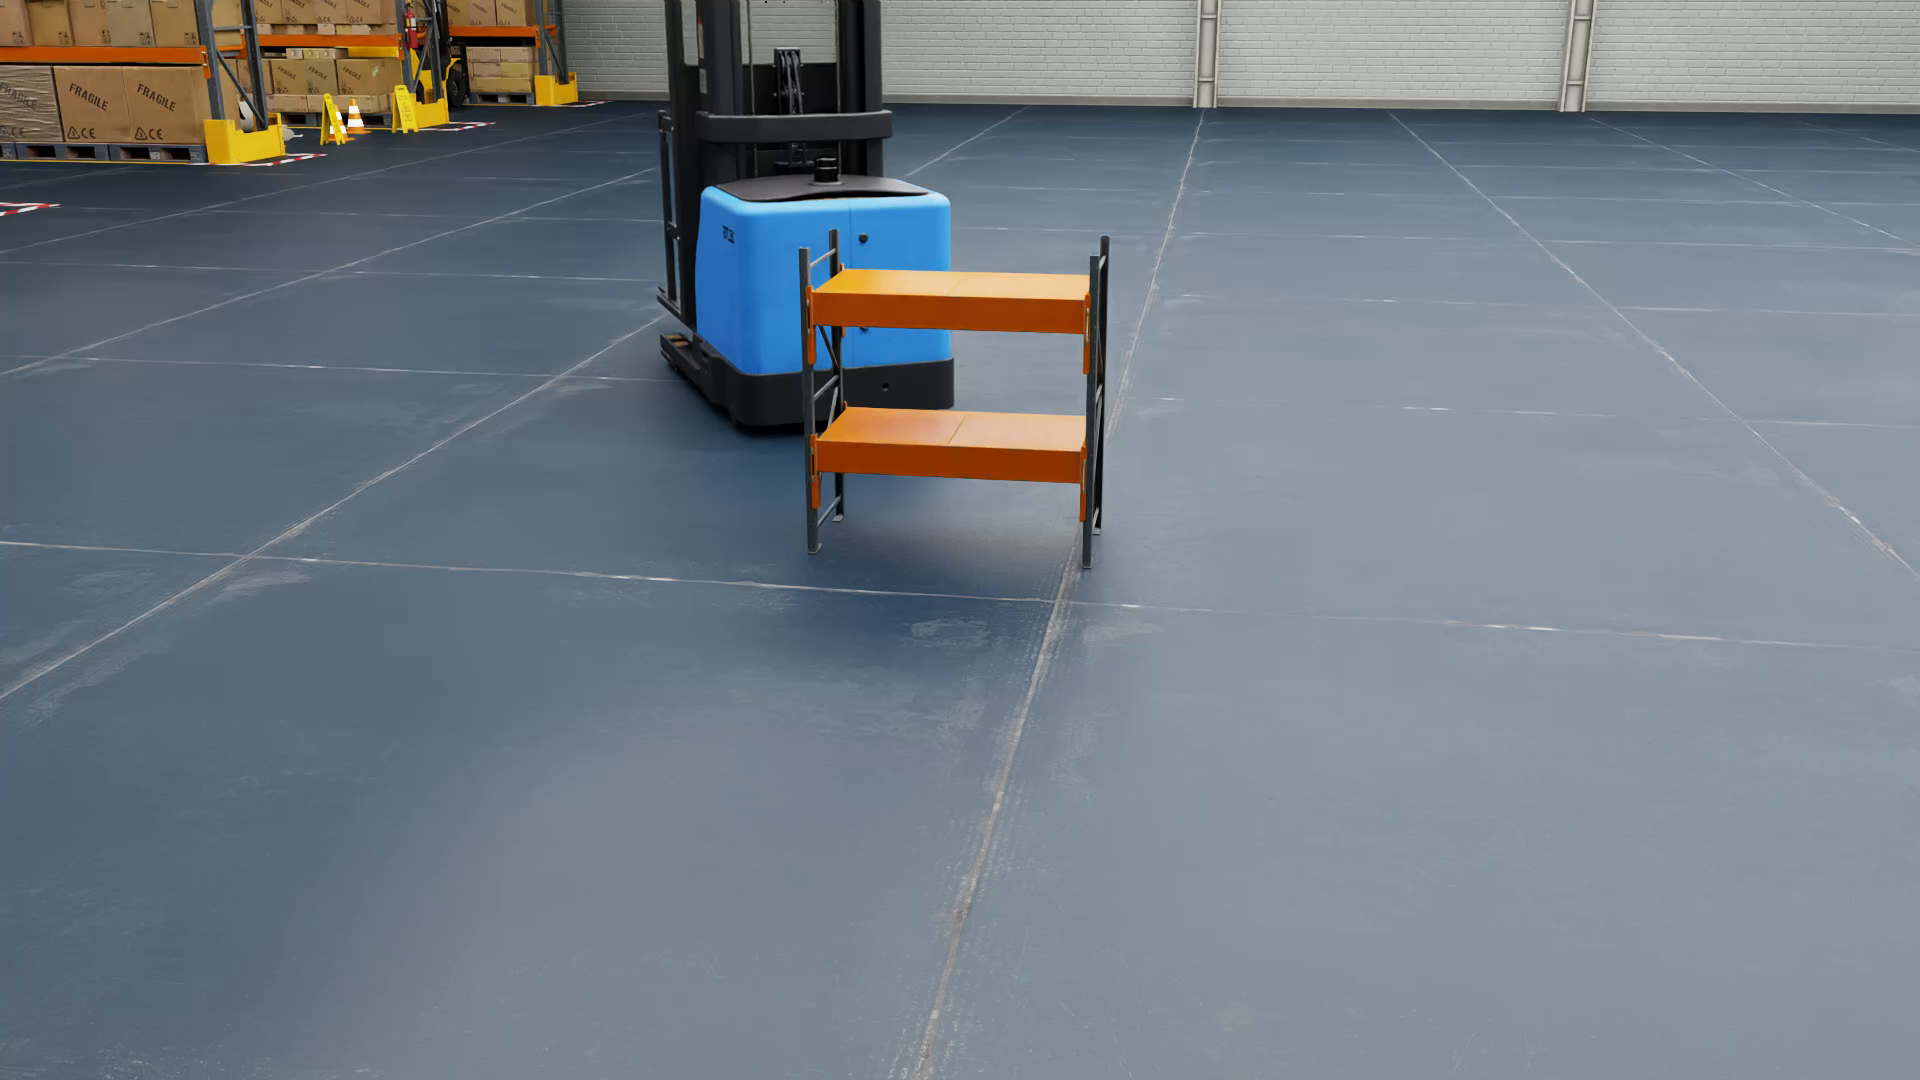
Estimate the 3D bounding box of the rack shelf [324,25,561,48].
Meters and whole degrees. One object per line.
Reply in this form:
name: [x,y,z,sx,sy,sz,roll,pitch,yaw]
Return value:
rack shelf: [-9.089,-8.875,29.235,4.000,0.370,1.077,3,19,9]

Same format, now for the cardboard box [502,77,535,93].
cardboard box: [-7.628,-7.936,28.965,0.500,0.250,0.500,3,19,9]

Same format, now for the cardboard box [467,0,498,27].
cardboard box: [-8.152,-9.135,28.719,0.500,0.500,0.500,4,19,10]

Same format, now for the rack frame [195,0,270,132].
rack frame: [-8.583,-6.005,19.522,0.127,3.000,1.000,3,19,9]

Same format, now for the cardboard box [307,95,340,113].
cardboard box: [-9.249,-6.441,24.497,0.500,0.250,0.500,3,19,9]

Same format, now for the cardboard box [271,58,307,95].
cardboard box: [-9.743,-6.823,24.457,0.500,0.500,0.500,2,19,7]

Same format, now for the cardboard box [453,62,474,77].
cardboard box: [-8.651,-8.223,29.035,0.500,0.250,0.500,2,19,7]

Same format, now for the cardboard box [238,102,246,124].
cardboard box: [-10.034,-5.672,22.462,0.637,0.503,0.797,-11,21,-29]

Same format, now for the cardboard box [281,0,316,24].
cardboard box: [-9.464,-7.743,24.091,0.500,0.500,0.500,3,19,8]

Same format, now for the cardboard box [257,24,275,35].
cardboard box: [-10.072,-7.455,24.253,0.250,0.149,0.380,3,19,8]

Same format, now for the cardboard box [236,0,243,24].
cardboard box: [-10.464,-7.794,24.242,0.500,0.500,0.500,3,19,8]

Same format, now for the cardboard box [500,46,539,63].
cardboard box: [-7.618,-8.411,28.809,0.500,0.250,0.500,4,19,10]

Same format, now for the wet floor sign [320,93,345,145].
wet floor sign: [-8.240,-5.507,21.745,0.232,0.644,0.267,0,19,-1]

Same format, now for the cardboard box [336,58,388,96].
cardboard box: [-8.730,-6.770,24.299,0.500,0.500,0.500,3,19,9]

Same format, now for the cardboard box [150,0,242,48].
cardboard box: [-8.957,-6.080,19.512,0.550,0.550,0.875,3,19,9]

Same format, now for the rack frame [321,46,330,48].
rack frame: [-11.063,-9.317,29.422,0.127,3.000,1.000,3,19,9]

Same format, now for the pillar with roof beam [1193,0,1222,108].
pillar with roof beam: [3.507,-10.326,22.981,0.400,9.000,9.100,3,19,9]

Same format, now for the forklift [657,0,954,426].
forklift: [-1.019,-2.343,8.687,1.130,2.935,3.031,-7,20,-19]

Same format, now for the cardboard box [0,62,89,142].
cardboard box: [-11.032,-5.300,20.102,0.875,0.875,0.875,3,19,9]

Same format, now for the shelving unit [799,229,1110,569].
shelving unit: [-0.007,-0.534,6.126,1.048,1.125,0.538,3,19,9]

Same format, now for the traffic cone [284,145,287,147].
traffic cone: [-8.882,-5.273,21.334,0.334,0.463,0.336,3,19,9]

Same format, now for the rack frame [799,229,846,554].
rack frame: [-0.509,-0.559,6.202,0.032,1.125,0.500,3,19,9]

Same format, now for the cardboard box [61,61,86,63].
cardboard box: [-15.957,-8.515,30.301,0.500,0.500,0.500,3,19,8]

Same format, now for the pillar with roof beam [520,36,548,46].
pillar with roof beam: [-8.341,-10.930,24.786,0.400,9.000,9.100,3,19,9]

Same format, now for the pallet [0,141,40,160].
pallet: [-11.794,-4.821,20.379,1.213,0.211,1.003,3,19,9]

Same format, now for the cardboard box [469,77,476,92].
cardboard box: [-8.610,-7.992,29.132,0.500,0.250,0.500,3,19,9]

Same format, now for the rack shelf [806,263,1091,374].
rack shelf: [-0.007,-0.811,6.033,1.000,0.278,0.538,3,19,9]

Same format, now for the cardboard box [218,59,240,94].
cardboard box: [-10.777,-6.875,24.613,0.500,0.500,0.500,4,19,11]

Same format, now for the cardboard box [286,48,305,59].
cardboard box: [-9.611,-7.103,24.271,0.250,0.149,0.380,4,19,11]

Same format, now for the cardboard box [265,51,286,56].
cardboard box: [-12.345,-8.454,29.924,0.625,0.625,0.875,3,19,8]

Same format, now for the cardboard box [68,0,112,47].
cardboard box: [-10.036,-6.169,19.776,0.550,0.550,0.875,3,19,9]

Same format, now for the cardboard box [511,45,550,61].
cardboard box: [-7.559,-8.569,29.281,0.500,0.250,0.500,3,19,8]

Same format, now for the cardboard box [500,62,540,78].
cardboard box: [-7.644,-8.175,28.891,0.500,0.250,0.500,3,19,8]

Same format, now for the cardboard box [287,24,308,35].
cardboard box: [-9.575,-7.436,24.195,0.250,0.149,0.380,3,19,8]

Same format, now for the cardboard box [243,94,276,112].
cardboard box: [-10.254,-6.494,24.655,0.500,0.250,0.500,3,19,8]

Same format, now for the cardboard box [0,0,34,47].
cardboard box: [-11.105,-6.178,19.803,0.550,0.550,0.875,3,19,9]

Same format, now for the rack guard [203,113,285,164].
rack guard: [-8.559,-4.818,19.915,0.348,0.500,1.175,3,19,9]

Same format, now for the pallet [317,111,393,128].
pallet: [-8.769,-6.294,24.781,1.213,0.211,1.003,3,19,9]

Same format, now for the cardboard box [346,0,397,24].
cardboard box: [-8.477,-7.690,23.933,0.500,0.500,0.500,3,19,8]

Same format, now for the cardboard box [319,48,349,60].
cardboard box: [-9.103,-7.075,24.189,0.250,0.149,0.380,3,19,10]

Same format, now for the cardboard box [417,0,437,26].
cardboard box: [-9.157,-9.182,28.861,0.500,0.500,0.500,3,19,9]

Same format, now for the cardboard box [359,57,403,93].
cardboard box: [-8.674,-6.940,24.806,0.500,0.500,0.500,2,19,7]

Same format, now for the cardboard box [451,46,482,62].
cardboard box: [-8.623,-8.457,28.946,0.500,0.250,0.500,3,19,9]

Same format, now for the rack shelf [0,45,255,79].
rack shelf: [-10.558,-5.764,19.937,4.000,0.370,1.077,3,19,9]

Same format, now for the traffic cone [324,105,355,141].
traffic cone: [-8.367,-5.610,22.341,0.334,0.463,0.336,3,19,9]

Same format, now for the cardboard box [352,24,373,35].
cardboard box: [-8.569,-7.371,24.002,0.250,0.149,0.380,3,19,8]

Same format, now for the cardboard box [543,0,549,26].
cardboard box: [-7.559,-9.275,29.139,0.500,0.500,0.500,4,19,10]

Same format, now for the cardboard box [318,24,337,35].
cardboard box: [-9.077,-7.394,24.071,0.250,0.149,0.380,3,19,10]

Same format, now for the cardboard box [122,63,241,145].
cardboard box: [-9.263,-5.210,19.833,0.875,0.875,0.875,3,19,9]

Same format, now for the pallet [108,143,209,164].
pallet: [-9.385,-4.698,20.012,1.213,0.211,1.003,3,19,9]

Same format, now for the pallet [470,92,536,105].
pallet: [-7.876,-7.819,29.339,1.213,0.211,1.003,3,19,9]

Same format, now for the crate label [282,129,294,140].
crate label: [-9.153,-5.476,22.453,0.298,0.136,0.250,-7,20,-20]

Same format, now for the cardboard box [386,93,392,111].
cardboard box: [-8.650,-6.583,24.922,0.500,0.250,0.500,3,19,8]

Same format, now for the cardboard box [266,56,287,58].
cardboard box: [-10.214,-7.017,25.036,0.500,0.500,0.500,4,19,12]
